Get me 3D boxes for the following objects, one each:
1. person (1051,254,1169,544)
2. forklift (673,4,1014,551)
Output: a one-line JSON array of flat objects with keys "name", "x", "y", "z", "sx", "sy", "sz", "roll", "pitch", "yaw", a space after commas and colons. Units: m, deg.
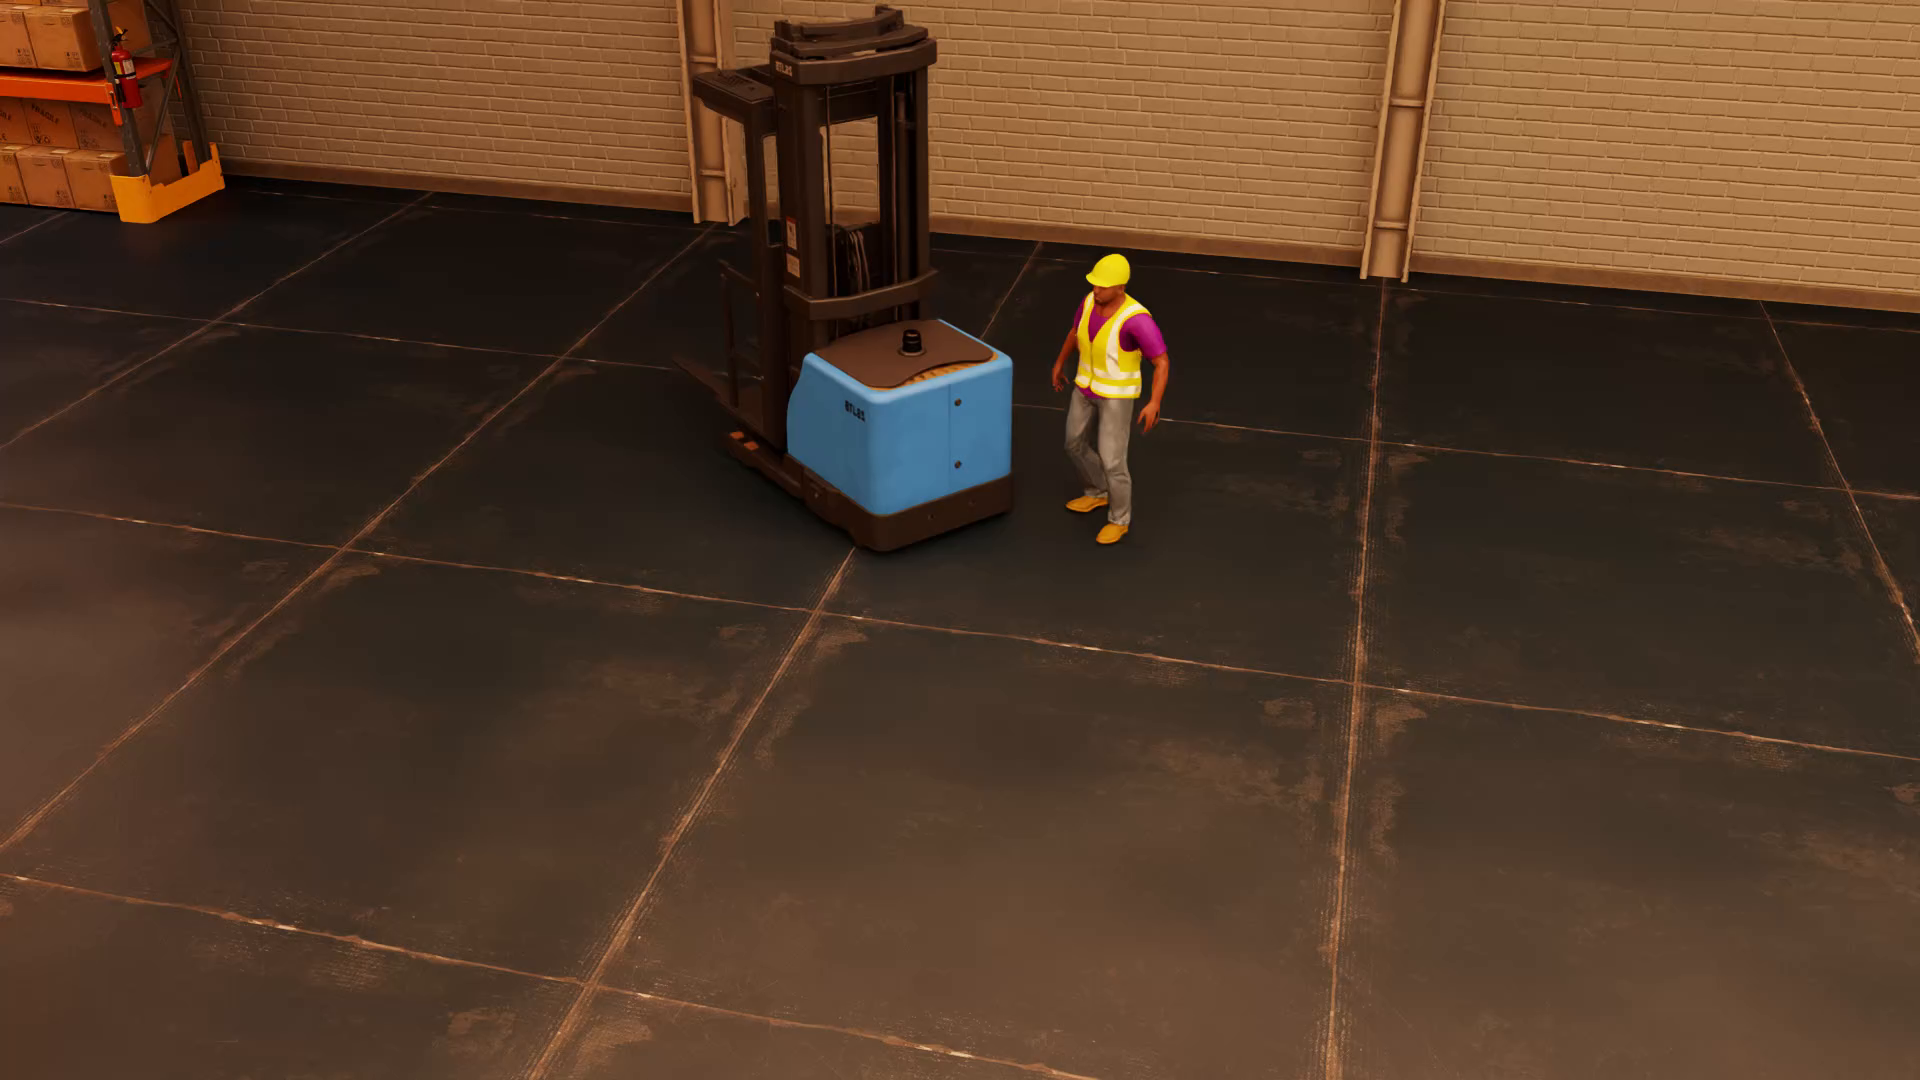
[{"name": "person", "x": 0.841, "y": -0.879, "z": 9.965, "sx": 0.476, "sy": 1.728, "sz": 0.875, "roll": -23, "pitch": 37, "yaw": -34}, {"name": "forklift", "x": -0.930, "y": -1.882, "z": 10.491, "sx": 1.130, "sy": 2.935, "sz": 3.031, "roll": -19, "pitch": 35, "yaw": -30}]
